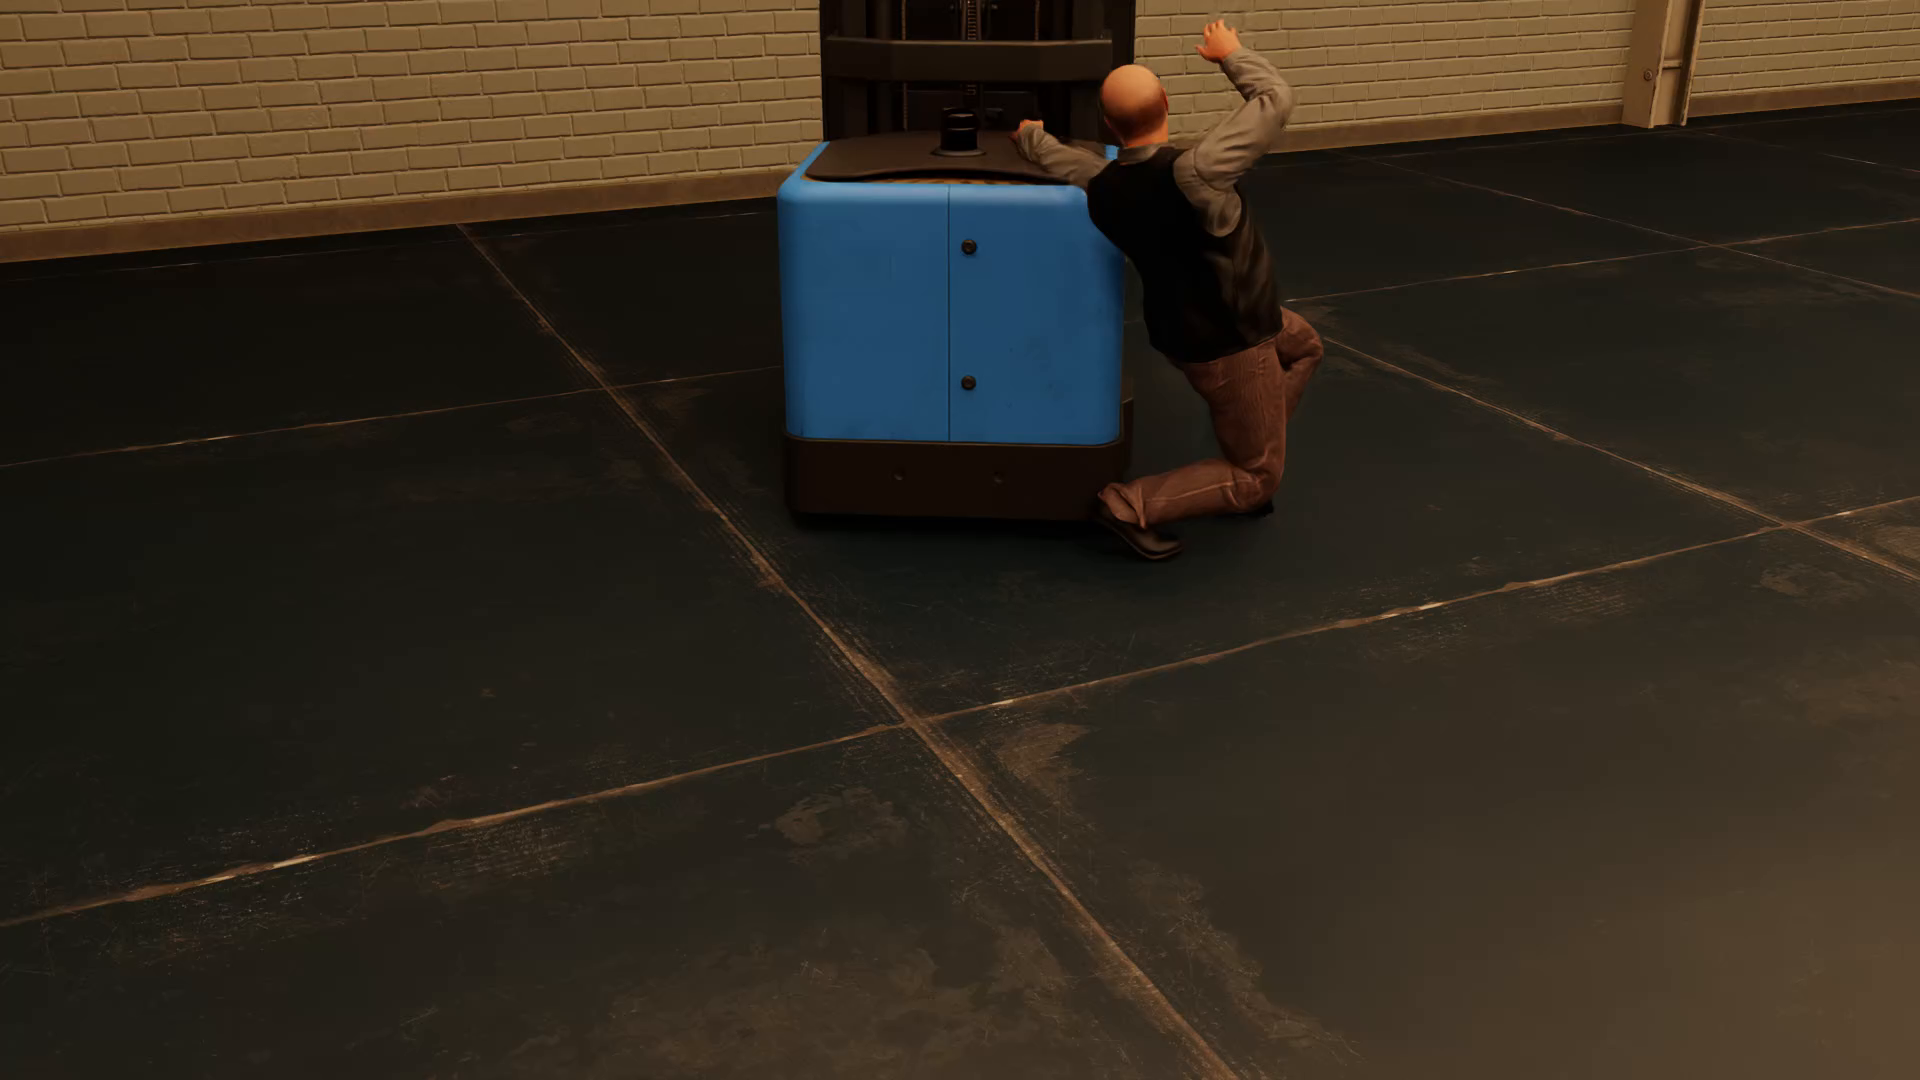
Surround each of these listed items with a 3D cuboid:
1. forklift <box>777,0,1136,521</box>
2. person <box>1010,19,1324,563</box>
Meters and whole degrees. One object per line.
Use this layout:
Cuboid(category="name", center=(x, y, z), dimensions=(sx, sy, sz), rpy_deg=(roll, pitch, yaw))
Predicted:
Cuboid(category="forklift", center=(0.078, -1.935, 5.944), dimensions=(1.130, 2.935, 3.031), rpy_deg=(2, 23, 4))
Cuboid(category="person", center=(0.676, -0.787, 5.066), dimensions=(0.873, 1.545, 1.065), rpy_deg=(-8, 24, -19))
